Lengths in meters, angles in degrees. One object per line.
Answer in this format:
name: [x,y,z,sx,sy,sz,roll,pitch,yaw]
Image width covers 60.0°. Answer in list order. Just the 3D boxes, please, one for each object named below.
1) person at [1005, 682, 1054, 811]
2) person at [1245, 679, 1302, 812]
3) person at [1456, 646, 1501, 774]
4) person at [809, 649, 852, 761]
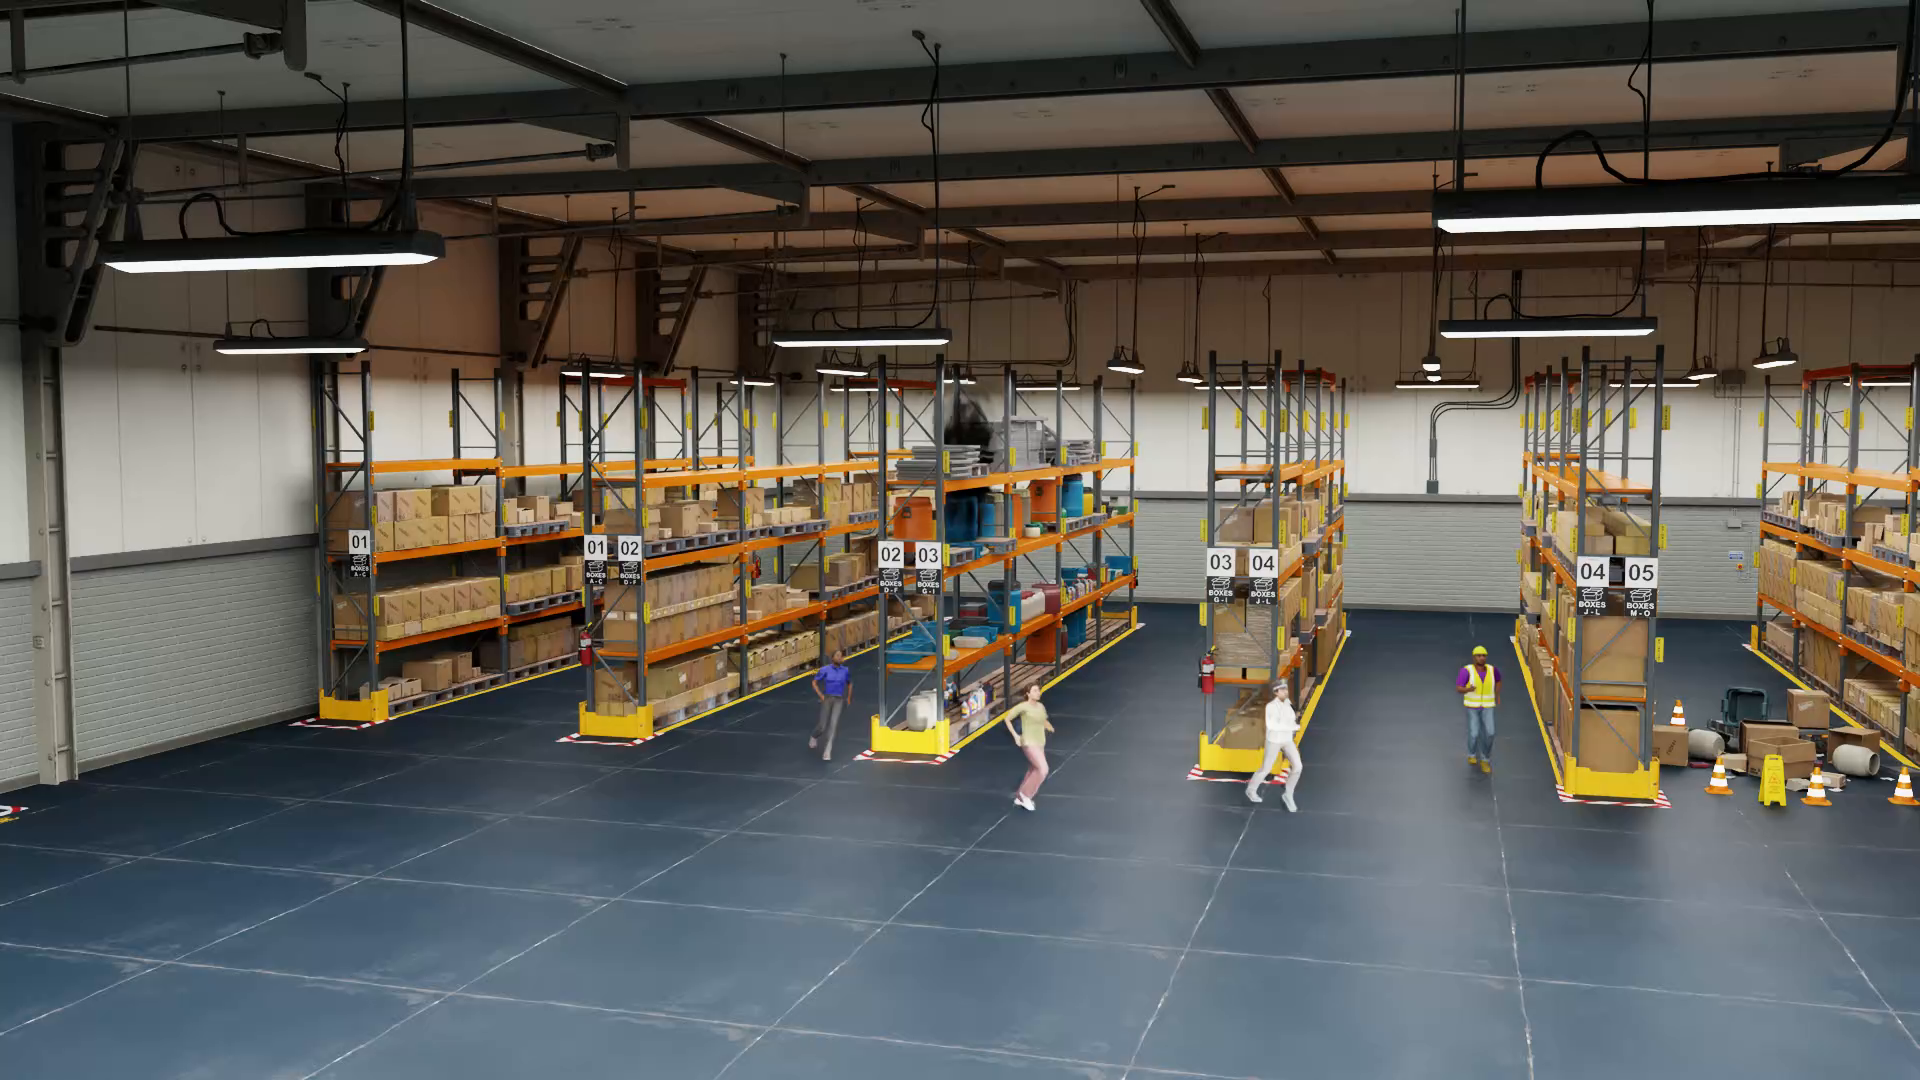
person: [0.944,2.639,21.322,0.638,1.641,0.550,4,5,42]
person: [4.110,2.627,21.472,0.623,1.729,0.865,-3,5,-34]
person: [7.437,2.426,23.785,0.672,1.820,0.708,1,4,8]
person: [-1.884,2.430,24.829,0.633,1.599,0.763,-1,4,-19]
